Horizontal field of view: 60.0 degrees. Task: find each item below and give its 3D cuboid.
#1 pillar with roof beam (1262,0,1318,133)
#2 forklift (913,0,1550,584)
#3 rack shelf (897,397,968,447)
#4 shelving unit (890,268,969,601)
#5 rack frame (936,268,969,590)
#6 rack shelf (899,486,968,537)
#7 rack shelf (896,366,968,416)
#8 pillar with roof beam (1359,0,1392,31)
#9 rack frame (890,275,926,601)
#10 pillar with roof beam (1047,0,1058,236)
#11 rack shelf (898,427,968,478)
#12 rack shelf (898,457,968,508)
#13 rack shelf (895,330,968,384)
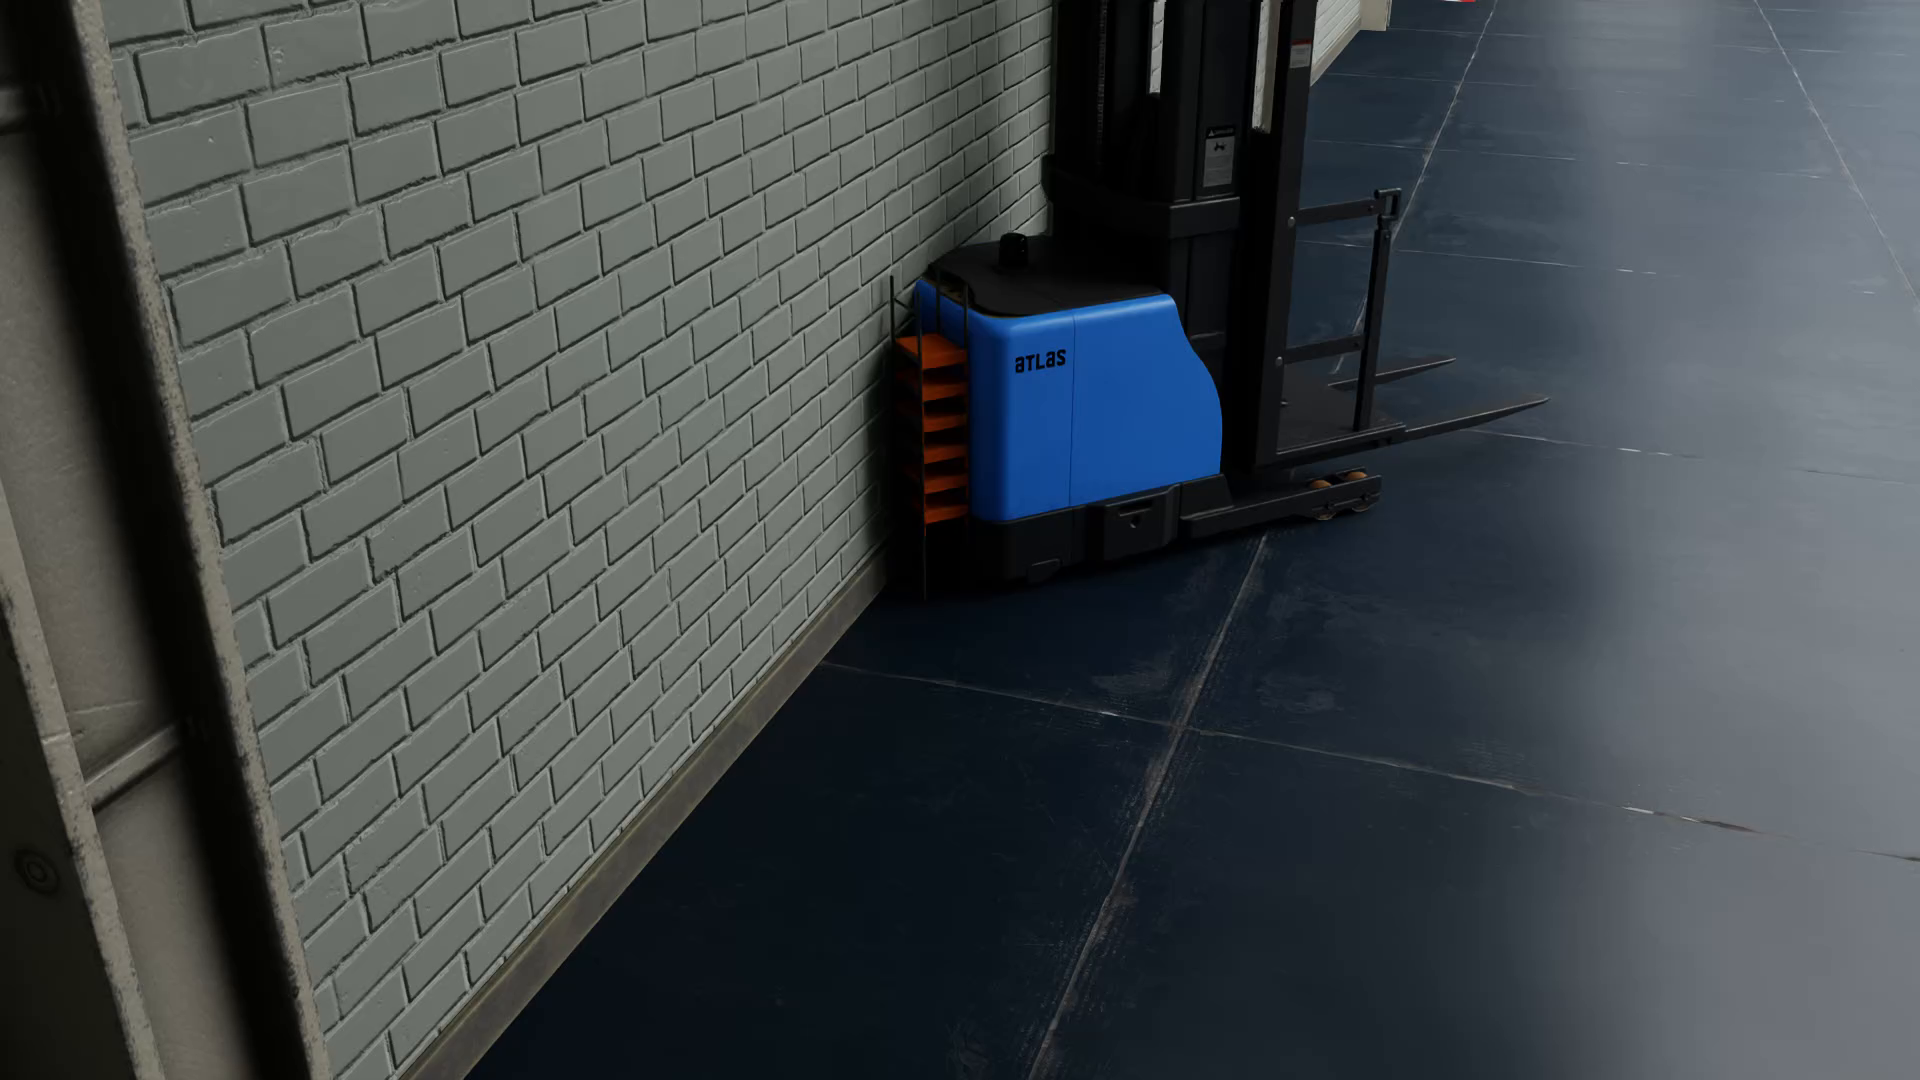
[{"bbox_3d":[6.673,-6.680,10.221,9.100,9.000,0.400,9,27,17],"label":"pillar with roof beam"},{"bbox_3d":[1.194,-1.589,6.669,3.031,2.935,1.130,-13,29,-25],"label":"forklift"},{"bbox_3d":[-0.109,-0.446,6.117,0.180,0.103,0.258,-13,28,-24],"label":"rack shelf"},{"bbox_3d":[-0.109,-0.378,6.149,0.189,1.200,0.258,-13,28,-24],"label":"shelving unit"},{"bbox_3d":[-0.027,-0.396,6.187,0.006,1.200,0.240,-13,28,-24],"label":"rack frame"},{"bbox_3d":[-0.107,-0.120,6.270,0.180,0.103,0.258,-13,28,-24],"label":"rack shelf"},{"bbox_3d":[-0.110,-0.555,6.066,0.180,0.103,0.258,-13,28,-24],"label":"rack shelf"},{"bbox_3d":[8.669,-9.146,15.314,9.100,9.000,0.400,9,27,17],"label":"pillar with roof beam"},{"bbox_3d":[-0.190,-0.360,6.111,0.006,1.200,0.240,-13,28,-24],"label":"rack frame"},{"bbox_3d":[4.676,-4.215,5.129,9.100,9.000,0.400,9,27,17],"label":"pillar with roof beam"},{"bbox_3d":[-0.108,-0.338,6.168,0.180,0.103,0.258,-13,28,-24],"label":"rack shelf"},{"bbox_3d":[-0.107,-0.229,6.219,0.180,0.103,0.258,-13,28,-24],"label":"rack shelf"},{"bbox_3d":[-0.111,-0.664,6.015,0.180,0.103,0.258,-13,28,-24],"label":"rack shelf"}]
